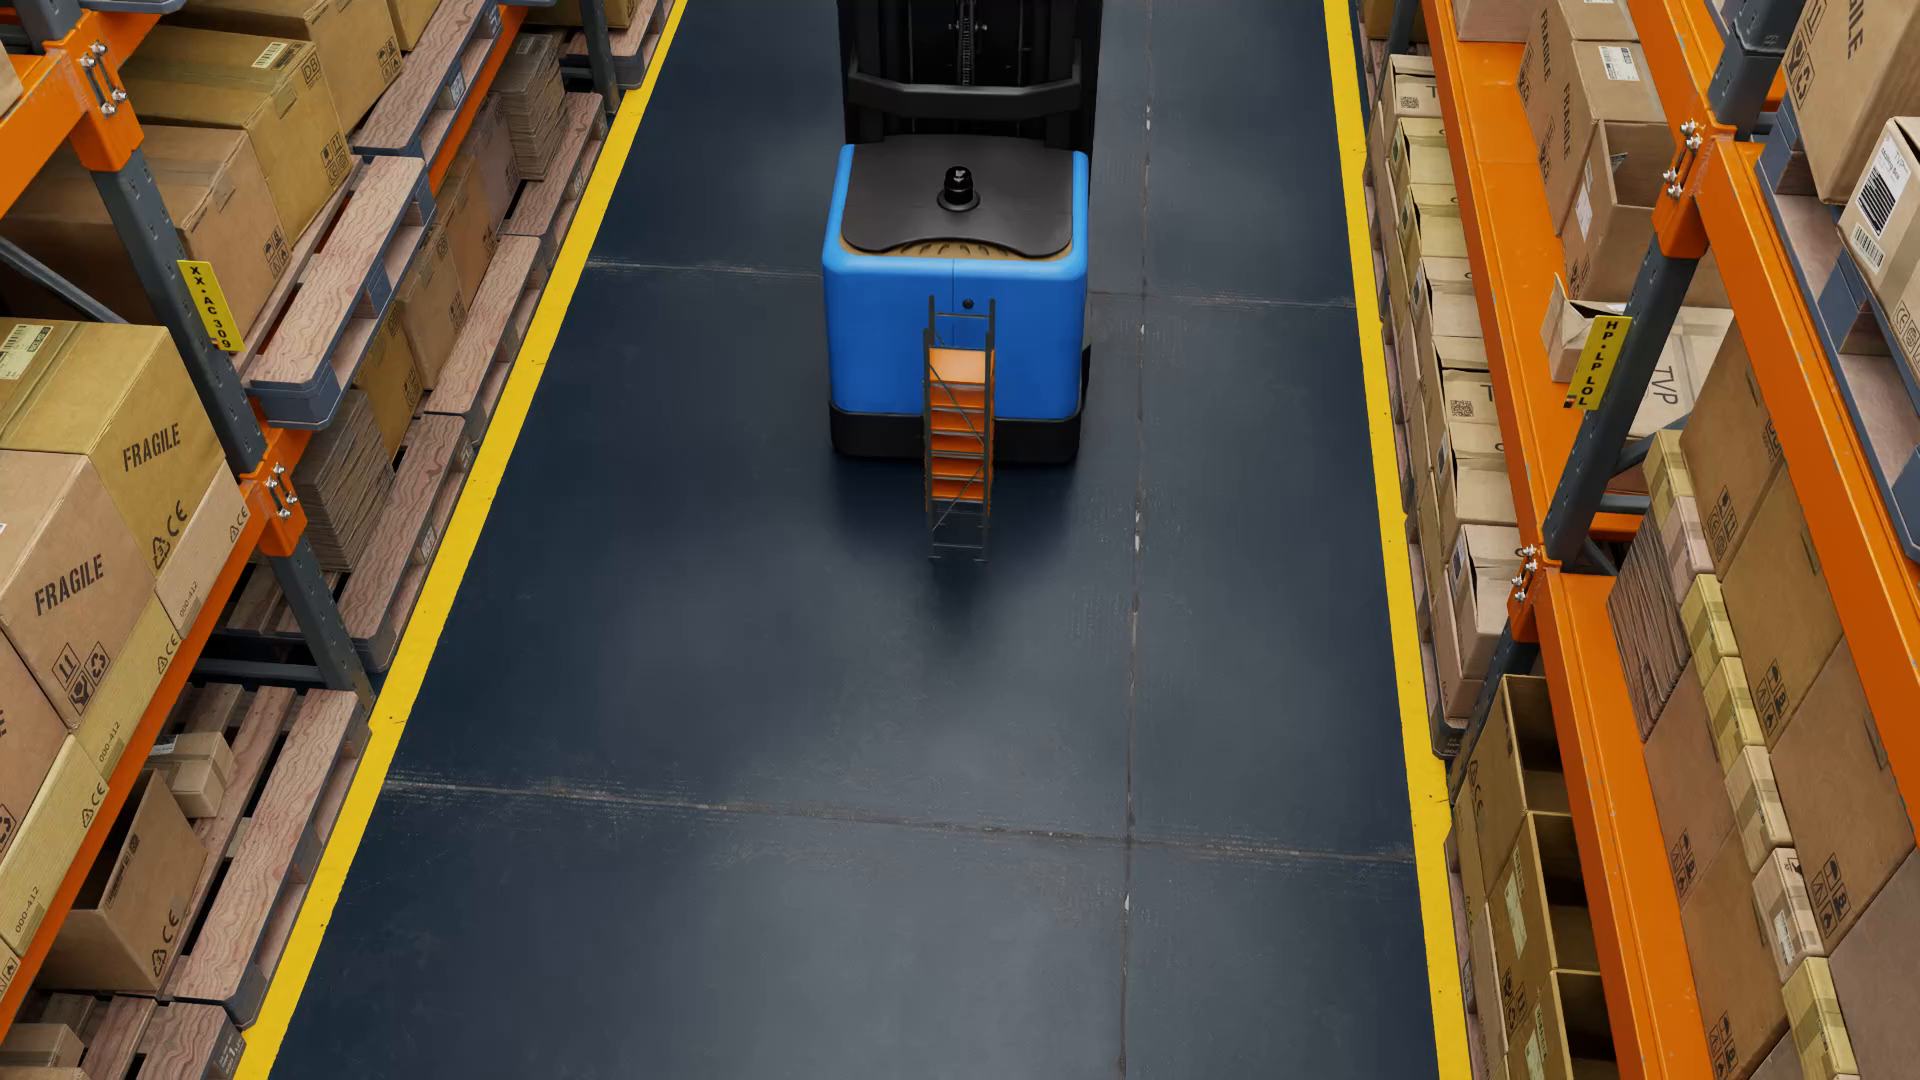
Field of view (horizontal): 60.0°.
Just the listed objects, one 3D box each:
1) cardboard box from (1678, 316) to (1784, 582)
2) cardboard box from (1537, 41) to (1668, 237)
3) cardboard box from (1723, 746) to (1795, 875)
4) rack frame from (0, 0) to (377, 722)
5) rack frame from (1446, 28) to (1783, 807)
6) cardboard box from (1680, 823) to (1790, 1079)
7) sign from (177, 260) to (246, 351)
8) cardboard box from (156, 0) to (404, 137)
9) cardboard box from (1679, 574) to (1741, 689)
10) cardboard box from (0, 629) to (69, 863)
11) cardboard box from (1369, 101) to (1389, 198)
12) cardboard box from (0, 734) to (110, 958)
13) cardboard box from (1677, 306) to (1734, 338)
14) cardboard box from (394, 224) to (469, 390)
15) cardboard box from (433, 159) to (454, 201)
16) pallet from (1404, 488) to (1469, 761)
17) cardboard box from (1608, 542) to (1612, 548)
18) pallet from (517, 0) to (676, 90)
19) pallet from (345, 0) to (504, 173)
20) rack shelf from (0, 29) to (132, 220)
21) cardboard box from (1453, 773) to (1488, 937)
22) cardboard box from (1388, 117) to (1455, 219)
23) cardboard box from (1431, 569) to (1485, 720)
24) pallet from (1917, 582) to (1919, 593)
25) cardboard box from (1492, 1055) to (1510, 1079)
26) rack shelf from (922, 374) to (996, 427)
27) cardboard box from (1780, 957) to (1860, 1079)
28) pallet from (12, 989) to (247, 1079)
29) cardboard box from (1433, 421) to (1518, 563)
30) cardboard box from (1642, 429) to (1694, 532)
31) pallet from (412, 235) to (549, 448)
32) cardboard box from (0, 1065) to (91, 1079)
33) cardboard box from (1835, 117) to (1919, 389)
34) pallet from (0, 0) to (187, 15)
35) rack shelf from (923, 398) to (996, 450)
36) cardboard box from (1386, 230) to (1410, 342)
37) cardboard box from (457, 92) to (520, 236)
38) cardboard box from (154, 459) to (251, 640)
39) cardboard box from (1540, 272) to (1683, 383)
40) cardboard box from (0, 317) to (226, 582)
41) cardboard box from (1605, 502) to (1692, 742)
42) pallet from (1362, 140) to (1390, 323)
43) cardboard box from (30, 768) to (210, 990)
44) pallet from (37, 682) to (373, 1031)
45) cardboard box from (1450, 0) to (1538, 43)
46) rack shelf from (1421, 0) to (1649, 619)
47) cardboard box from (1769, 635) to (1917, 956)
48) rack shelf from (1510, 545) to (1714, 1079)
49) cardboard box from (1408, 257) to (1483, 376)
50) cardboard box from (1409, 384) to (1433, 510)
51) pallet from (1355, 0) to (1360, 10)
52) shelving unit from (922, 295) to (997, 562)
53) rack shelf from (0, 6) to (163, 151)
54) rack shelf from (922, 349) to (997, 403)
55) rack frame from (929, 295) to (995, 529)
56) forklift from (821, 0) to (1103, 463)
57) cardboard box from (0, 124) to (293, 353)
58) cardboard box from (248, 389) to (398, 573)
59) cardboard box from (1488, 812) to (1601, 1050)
[{"bbox_3d":[2.211,-0.222,3.999,0.700,0.500,0.500,4,48,4],"label":"cardboard box"},{"bbox_3d":[2.425,-1.429,5.983,0.500,0.500,0.500,4,48,4],"label":"cardboard box"},{"bbox_3d":[1.936,0.606,3.682,0.380,0.149,0.250,2,48,2],"label":"cardboard box"},{"bbox_3d":[-2.688,-0.407,5.116,1.000,3.000,0.127,4,48,4],"label":"rack frame"},{"bbox_3d":[2.245,-0.077,4.814,1.000,3.000,0.127,4,48,4],"label":"rack frame"},{"bbox_3d":[2.120,0.972,3.786,0.700,0.500,0.500,5,48,4],"label":"cardboard box"},{"bbox_3d":[-2.147,-0.669,4.768,0.100,0.325,0.005,4,48,4],"label":"sign"},{"bbox_3d":[-2.521,-1.857,6.076,0.700,0.500,0.500,10,48,9],"label":"cardboard box"},{"bbox_3d":[1.983,0.229,4.026,0.380,0.149,0.250,3,48,3],"label":"cardboard box"},{"bbox_3d":[-2.520,0.488,3.877,0.500,0.500,0.500,3,48,2],"label":"cardboard box"},{"bbox_3d":[2.269,-1.865,8.028,0.500,0.250,0.500,4,48,3],"label":"cardboard box"},{"bbox_3d":[-2.514,0.741,4.153,0.500,0.250,0.500,4,48,3],"label":"cardboard box"},{"bbox_3d":[2.529,-0.630,5.489,0.380,0.149,0.250,4,48,4],"label":"cardboard box"},{"bbox_3d":[-2.554,-1.010,7.062,0.700,0.500,0.500,4,48,4],"label":"cardboard box"},{"bbox_3d":[-2.494,-1.579,7.075,0.500,0.250,0.500,4,48,3],"label":"cardboard box"},{"bbox_3d":[2.273,0.320,6.340,1.003,0.211,1.213,4,48,4],"label":"pallet"},{"bbox_3d":[2.582,-0.134,6.065,0.500,0.311,0.500,3,48,3],"label":"cardboard box"},{"bbox_3d":[-2.177,-2.980,9.358,1.003,0.211,1.213,4,48,4],"label":"pallet"},{"bbox_3d":[-2.463,-1.825,6.542,1.003,0.211,1.213,4,48,4],"label":"pallet"},{"bbox_3d":[-2.871,0.293,2.930,1.077,0.370,4.000,4,48,4],"label":"rack shelf"},{"bbox_3d":[1.901,1.030,5.380,0.500,0.250,0.500,4,48,4],"label":"cardboard box"},{"bbox_3d":[2.230,-1.668,7.467,0.500,0.311,0.500,3,48,3],"label":"cardboard box"},{"bbox_3d":[1.994,0.385,5.970,0.500,0.250,0.500,3,48,3],"label":"cardboard box"},{"bbox_3d":[2.079,0.463,2.347,1.003,0.211,1.213,4,48,4],"label":"pallet"},{"bbox_3d":[1.799,1.764,4.709,0.500,0.250,0.500,4,48,4],"label":"cardboard box"},{"bbox_3d":[-0.001,-0.526,6.179,0.258,0.103,0.180,4,48,4],"label":"rack shelf"},{"bbox_3d":[1.890,0.993,3.327,0.380,0.149,0.250,4,48,3],"label":"cardboard box"},{"bbox_3d":[-2.823,1.929,4.869,1.003,0.211,1.213,4,48,4],"label":"pallet"},{"bbox_3d":[2.038,-0.180,6.106,0.500,0.311,0.500,5,48,5],"label":"cardboard box"},{"bbox_3d":[2.028,-0.145,4.369,0.380,0.149,0.250,4,48,3],"label":"cardboard box"},{"bbox_3d":[-2.510,-0.937,7.490,1.003,0.211,1.213,4,48,4],"label":"pallet"},{"bbox_3d":[-2.732,1.770,4.520,0.700,0.500,0.500,1,48,1],"label":"cardboard box"},{"bbox_3d":[1.887,-0.499,2.848,0.500,0.311,0.500,2,48,1],"label":"cardboard box"},{"bbox_3d":[-2.526,-1.803,4.487,1.213,0.211,1.003,4,48,4],"label":"pallet"},{"bbox_3d":[-0.001,-0.445,6.268,0.258,0.103,0.180,4,48,4],"label":"rack shelf"},{"bbox_3d":[2.183,-1.113,7.340,0.500,0.250,0.500,3,48,2],"label":"cardboard box"},{"bbox_3d":[-2.500,-1.748,7.738,0.700,0.500,0.500,4,48,3],"label":"cardboard box"},{"bbox_3d":[-2.430,0.005,4.827,0.500,0.250,0.500,4,48,4],"label":"cardboard box"},{"bbox_3d":[2.142,-0.690,5.465,0.396,0.266,0.258,3,48,3],"label":"cardboard box"},{"bbox_3d":[-2.424,-0.248,4.550,0.500,0.500,0.500,4,48,3],"label":"cardboard box"},{"bbox_3d":[2.211,0.216,4.478,0.700,0.500,0.500,3,48,3],"label":"cardboard box"},{"bbox_3d":[2.496,-1.473,7.980,1.003,0.211,1.213,4,48,4],"label":"pallet"},{"bbox_3d":[-2.743,1.053,5.176,0.500,0.500,0.500,1,48,1],"label":"cardboard box"},{"bbox_3d":[-2.714,1.030,5.691,1.003,0.211,1.213,4,48,4],"label":"pallet"},{"bbox_3d":[2.335,-2.342,6.946,0.500,0.311,0.500,3,48,3],"label":"cardboard box"},{"bbox_3d":[2.427,-1.304,6.423,1.077,0.370,4.000,4,48,4],"label":"rack shelf"},{"bbox_3d":[2.120,0.517,3.323,0.700,0.500,0.500,4,48,4],"label":"cardboard box"},{"bbox_3d":[2.063,1.635,3.735,1.077,0.370,4.000,4,48,4],"label":"rack shelf"},{"bbox_3d":[2.135,-0.915,6.779,0.500,0.311,0.500,3,48,3],"label":"cardboard box"},{"bbox_3d":[2.088,-0.362,6.653,0.500,0.250,0.500,5,48,4],"label":"cardboard box"},{"bbox_3d":[2.829,-3.515,9.848,1.003,0.211,1.213,4,48,4],"label":"pallet"},{"bbox_3d":[-0.001,-0.394,6.323,0.258,1.200,0.189,4,48,4],"label":"shelving unit"},{"bbox_3d":[-2.506,-2.647,5.619,1.077,0.370,4.000,4,48,4],"label":"rack shelf"},{"bbox_3d":[-0.001,-0.607,6.091,0.258,0.103,0.180,4,48,4],"label":"rack shelf"},{"bbox_3d":[0.007,-0.462,6.385,0.240,1.200,0.006,4,48,4],"label":"rack frame"},{"bbox_3d":[0.055,-2.395,6.980,1.130,2.935,3.031,2,48,2],"label":"forklift"},{"bbox_3d":[-2.608,-0.961,5.256,0.700,0.500,0.500,4,48,4],"label":"cardboard box"},{"bbox_3d":[-2.638,-0.254,6.372,0.700,0.500,0.500,5,48,5],"label":"cardboard box"},{"bbox_3d":[1.853,1.144,4.768,0.500,0.500,0.500,4,48,4],"label":"cardboard box"}]
